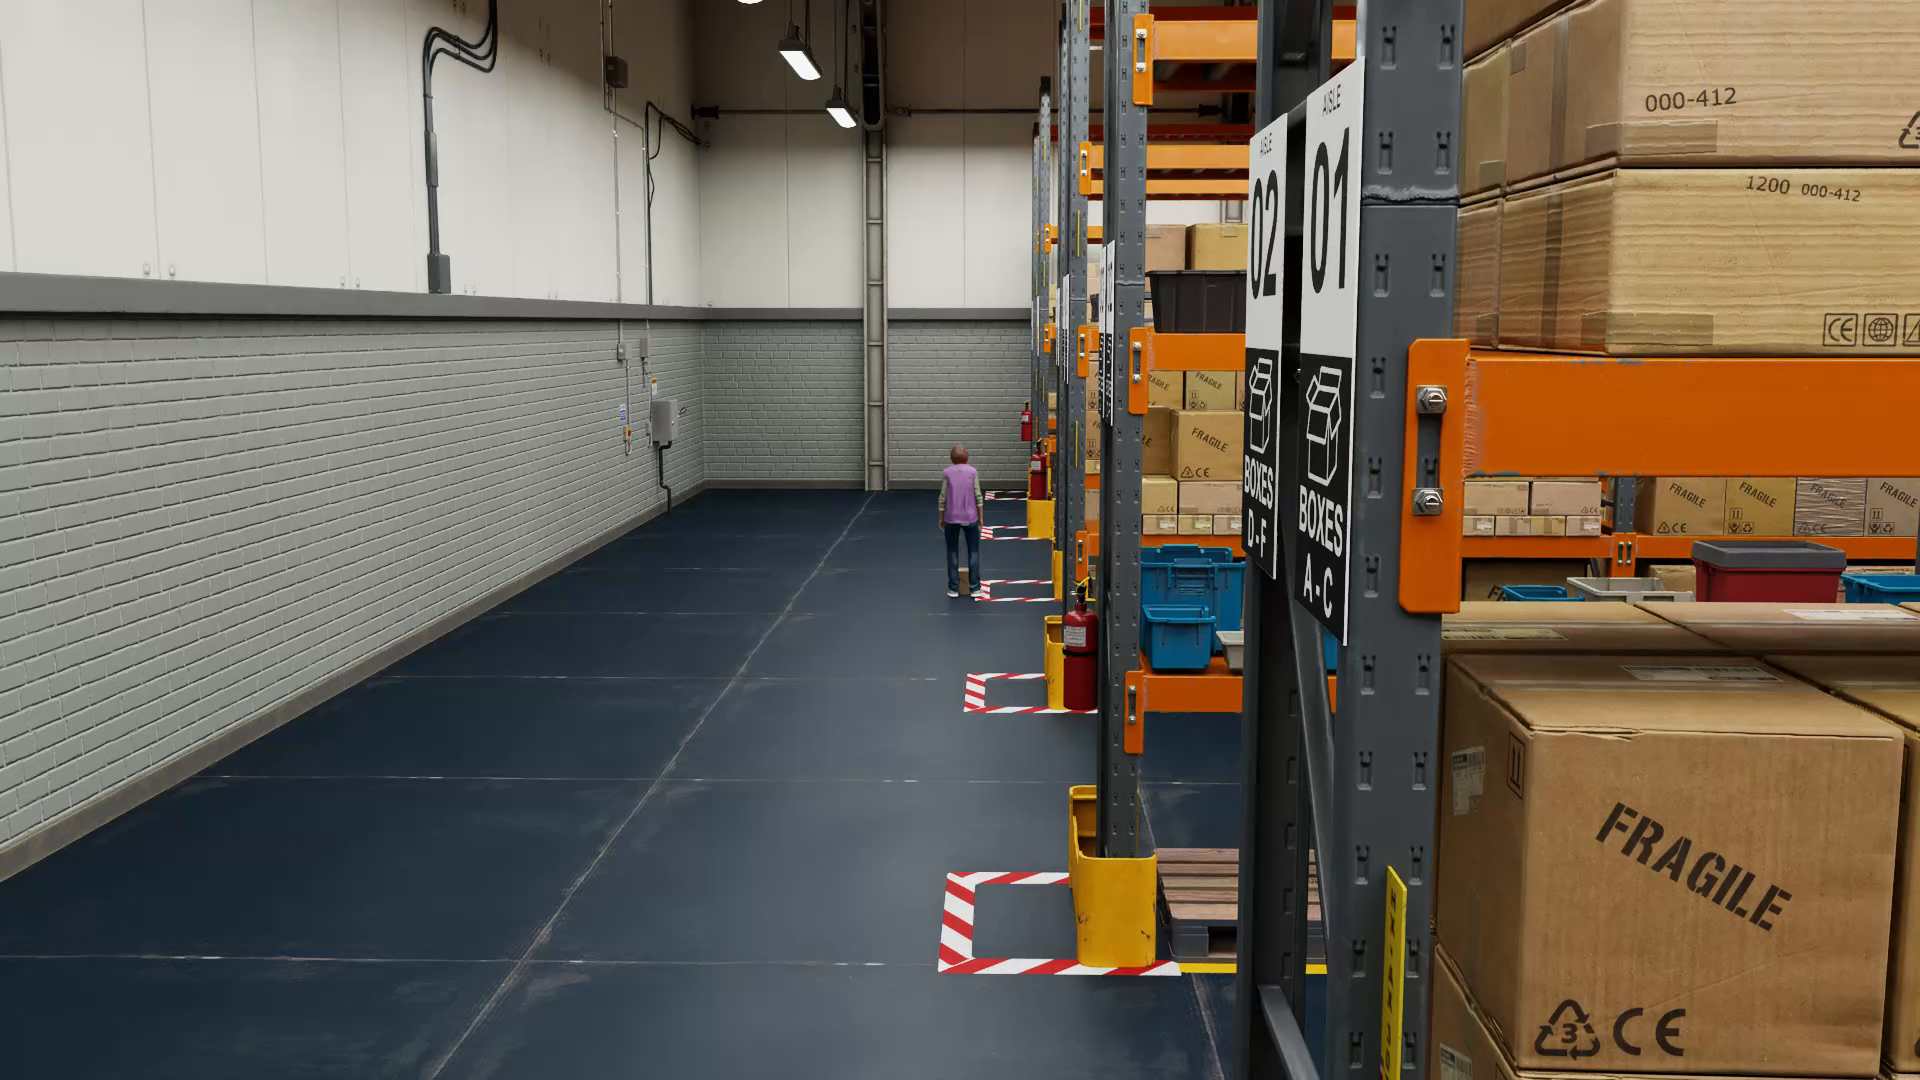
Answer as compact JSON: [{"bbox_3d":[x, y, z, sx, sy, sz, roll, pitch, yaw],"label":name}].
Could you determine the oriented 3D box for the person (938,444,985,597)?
[{"bbox_3d":[0.016,-0.197,17.335,0.485,1.593,0.342,0,7,2],"label":"person"}]
